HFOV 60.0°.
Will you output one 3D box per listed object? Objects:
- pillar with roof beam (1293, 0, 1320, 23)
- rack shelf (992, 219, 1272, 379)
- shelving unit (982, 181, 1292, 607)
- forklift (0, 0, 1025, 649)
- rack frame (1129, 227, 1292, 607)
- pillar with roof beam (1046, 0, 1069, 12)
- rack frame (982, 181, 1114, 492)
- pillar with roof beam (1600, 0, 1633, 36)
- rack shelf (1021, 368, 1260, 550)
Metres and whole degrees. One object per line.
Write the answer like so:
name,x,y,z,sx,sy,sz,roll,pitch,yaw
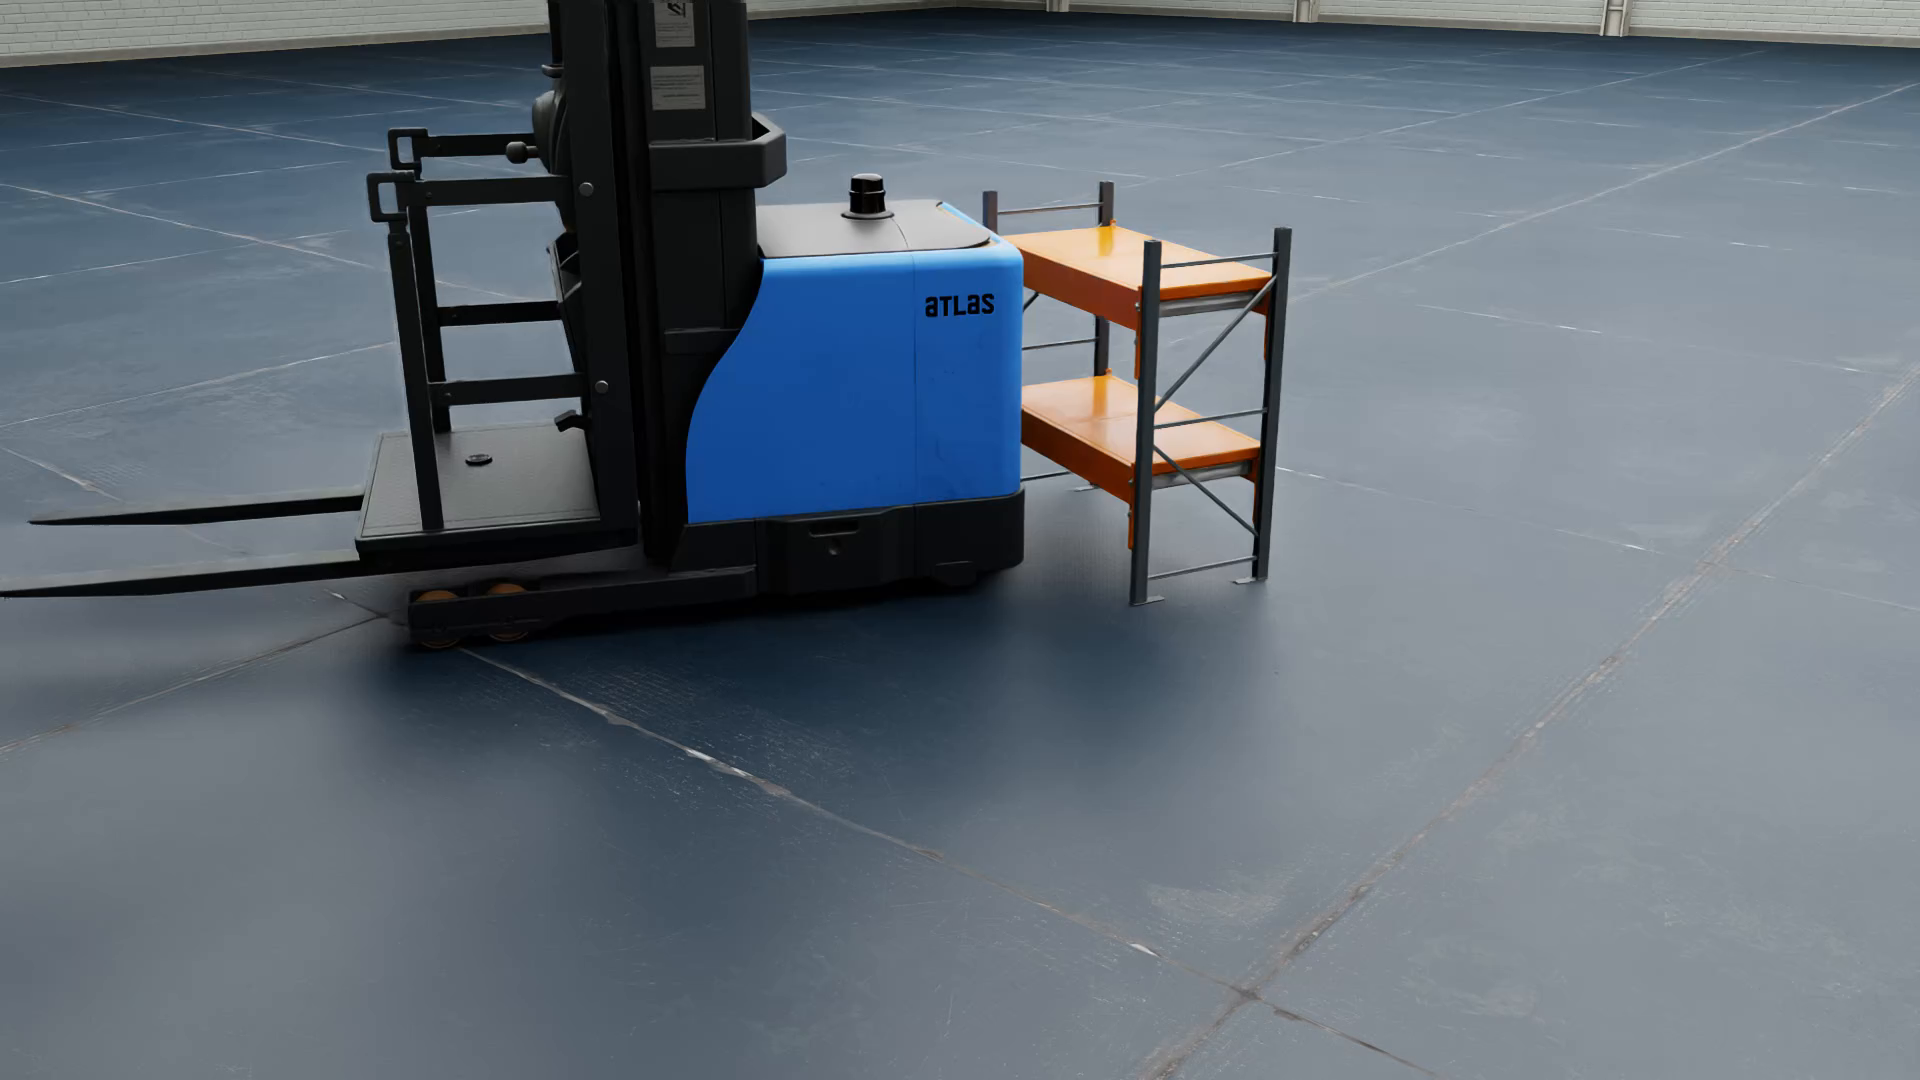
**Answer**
pillar with roof beam,4.050,-13.186,27.881,0.400,9.000,9.100,16,26,36
rack shelf,0.531,-0.799,5.364,0.538,0.278,1.000,-10,23,-24
shelving unit,0.531,-0.526,5.468,0.538,1.125,1.048,-10,23,-24
forklift,-1.371,-1.262,4.860,3.031,2.935,1.130,-5,21,-14
rack frame,0.756,-0.365,5.041,0.500,1.125,0.032,-10,23,-24
pillar with roof beam,-0.598,-14.524,31.430,0.400,9.000,9.100,16,26,36
rack frame,0.306,-0.686,5.894,0.500,1.125,0.032,-10,23,-24
pillar with roof beam,8.699,-11.847,24.331,0.400,9.000,9.100,16,26,36
rack shelf,0.531,-0.297,5.554,0.538,0.278,1.000,-10,23,-24
